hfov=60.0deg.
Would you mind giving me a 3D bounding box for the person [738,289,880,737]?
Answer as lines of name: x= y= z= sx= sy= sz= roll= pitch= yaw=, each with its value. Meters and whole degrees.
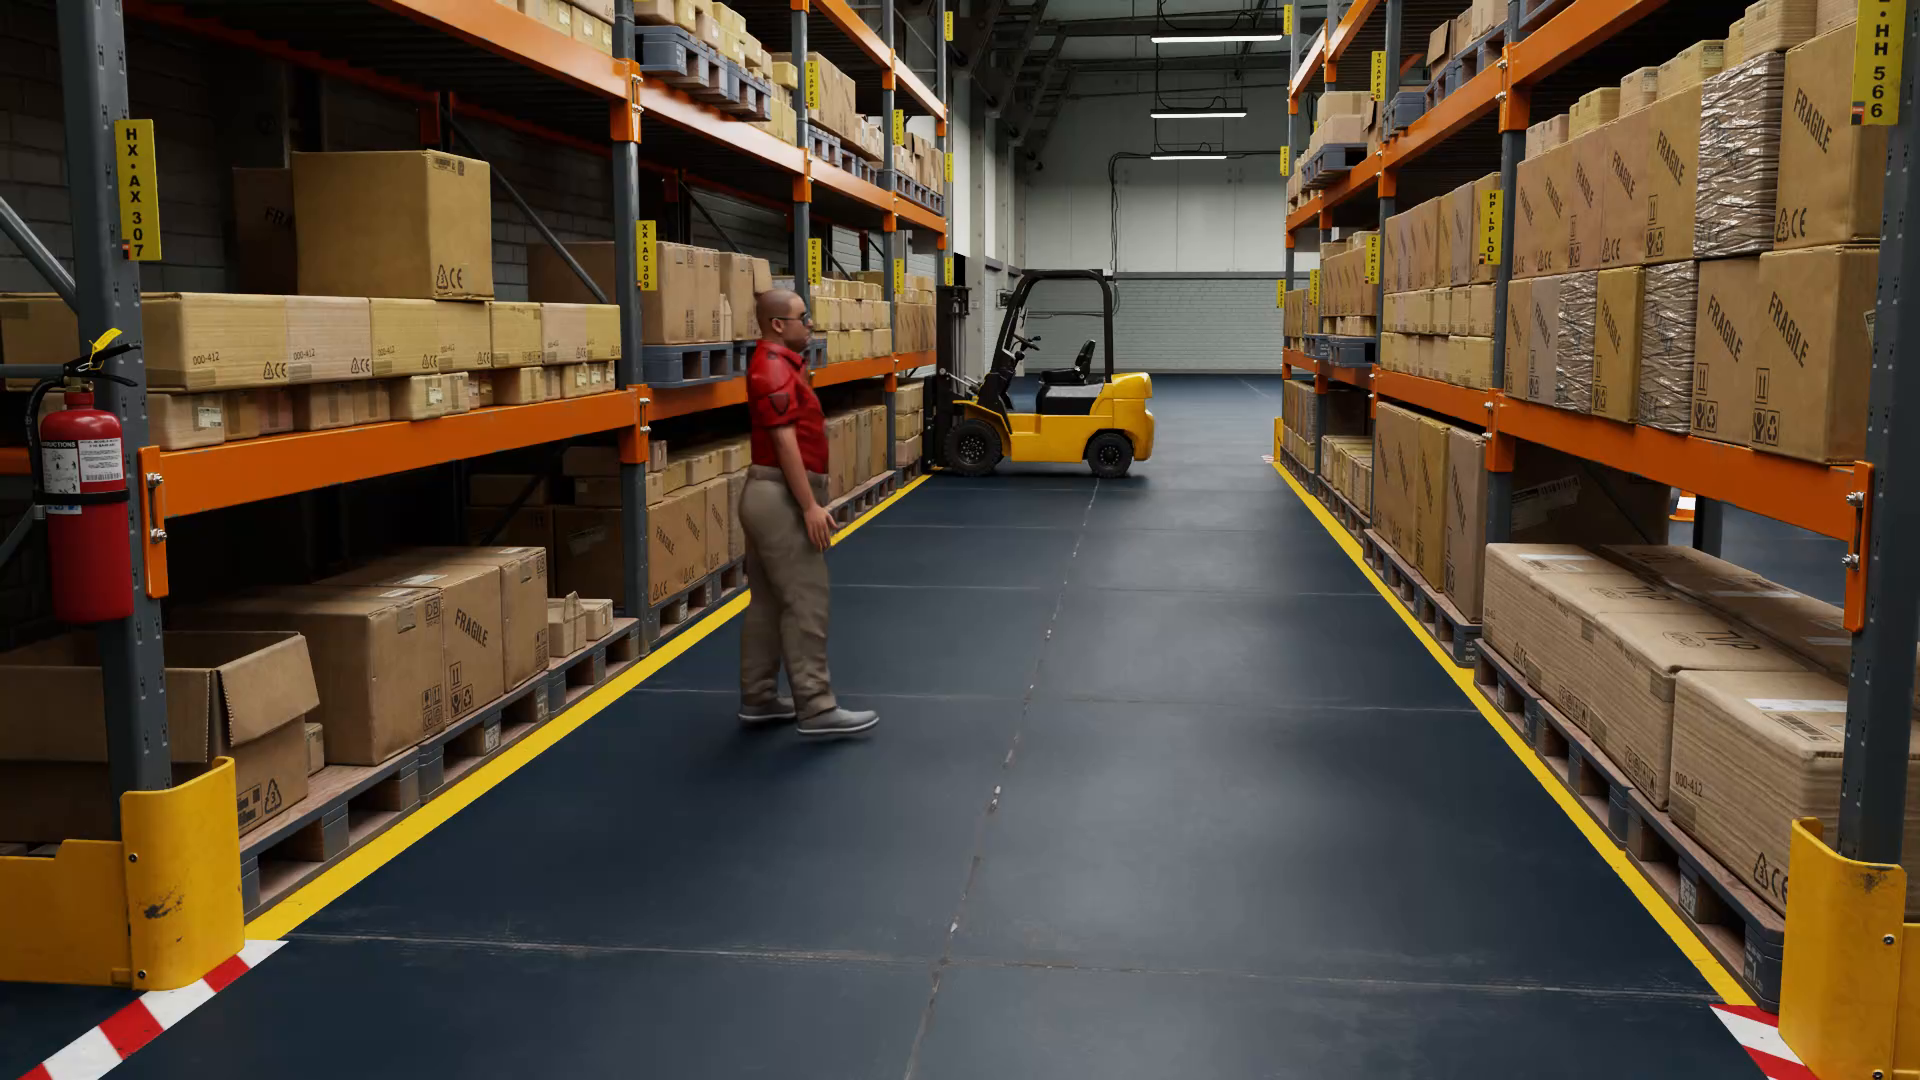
person: x=-0.605 y=-0.110 z=6.521 sx=0.539 sy=1.731 sz=0.595 roll=-1 pitch=8 yaw=-10
